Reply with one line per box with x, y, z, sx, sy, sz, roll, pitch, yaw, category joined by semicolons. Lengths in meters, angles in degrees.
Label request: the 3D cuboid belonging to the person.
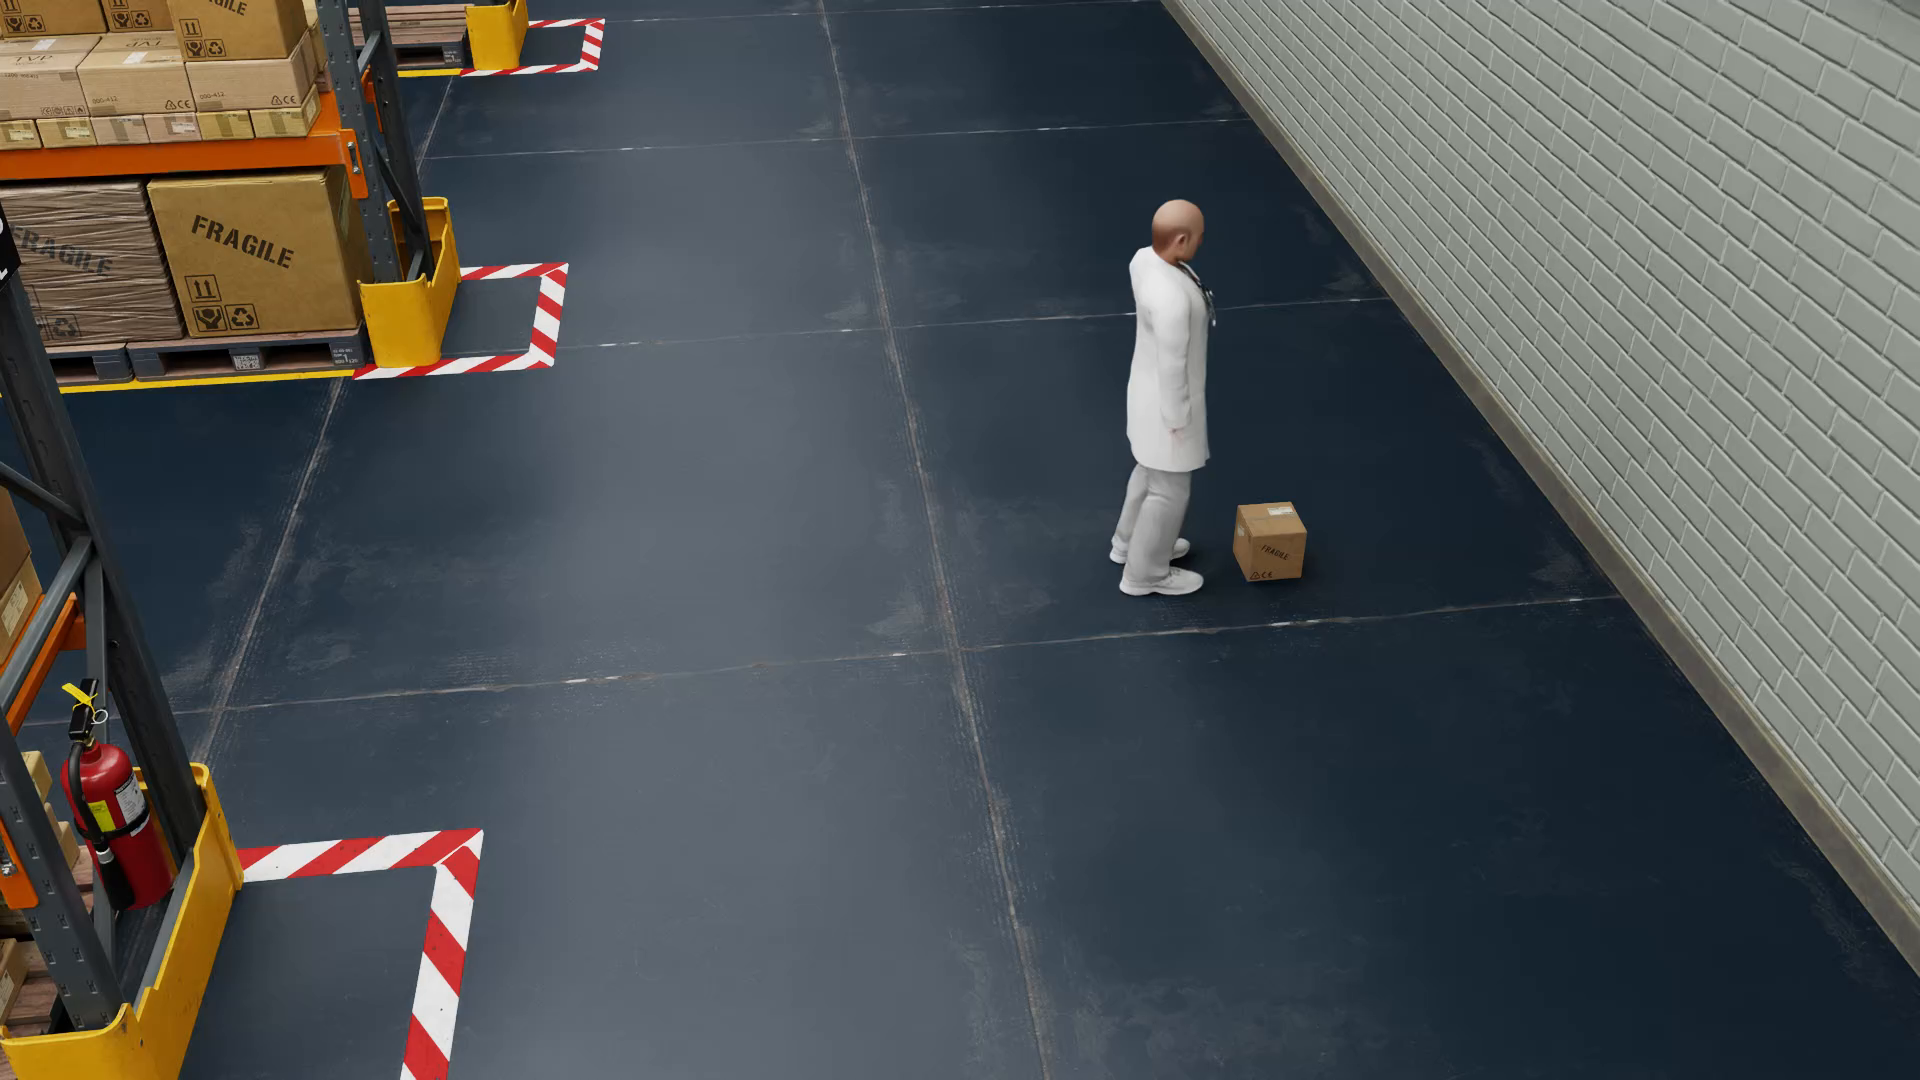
0.880;-0.599;7.041;0.378;1.774;0.562;-4;35;-5;person
